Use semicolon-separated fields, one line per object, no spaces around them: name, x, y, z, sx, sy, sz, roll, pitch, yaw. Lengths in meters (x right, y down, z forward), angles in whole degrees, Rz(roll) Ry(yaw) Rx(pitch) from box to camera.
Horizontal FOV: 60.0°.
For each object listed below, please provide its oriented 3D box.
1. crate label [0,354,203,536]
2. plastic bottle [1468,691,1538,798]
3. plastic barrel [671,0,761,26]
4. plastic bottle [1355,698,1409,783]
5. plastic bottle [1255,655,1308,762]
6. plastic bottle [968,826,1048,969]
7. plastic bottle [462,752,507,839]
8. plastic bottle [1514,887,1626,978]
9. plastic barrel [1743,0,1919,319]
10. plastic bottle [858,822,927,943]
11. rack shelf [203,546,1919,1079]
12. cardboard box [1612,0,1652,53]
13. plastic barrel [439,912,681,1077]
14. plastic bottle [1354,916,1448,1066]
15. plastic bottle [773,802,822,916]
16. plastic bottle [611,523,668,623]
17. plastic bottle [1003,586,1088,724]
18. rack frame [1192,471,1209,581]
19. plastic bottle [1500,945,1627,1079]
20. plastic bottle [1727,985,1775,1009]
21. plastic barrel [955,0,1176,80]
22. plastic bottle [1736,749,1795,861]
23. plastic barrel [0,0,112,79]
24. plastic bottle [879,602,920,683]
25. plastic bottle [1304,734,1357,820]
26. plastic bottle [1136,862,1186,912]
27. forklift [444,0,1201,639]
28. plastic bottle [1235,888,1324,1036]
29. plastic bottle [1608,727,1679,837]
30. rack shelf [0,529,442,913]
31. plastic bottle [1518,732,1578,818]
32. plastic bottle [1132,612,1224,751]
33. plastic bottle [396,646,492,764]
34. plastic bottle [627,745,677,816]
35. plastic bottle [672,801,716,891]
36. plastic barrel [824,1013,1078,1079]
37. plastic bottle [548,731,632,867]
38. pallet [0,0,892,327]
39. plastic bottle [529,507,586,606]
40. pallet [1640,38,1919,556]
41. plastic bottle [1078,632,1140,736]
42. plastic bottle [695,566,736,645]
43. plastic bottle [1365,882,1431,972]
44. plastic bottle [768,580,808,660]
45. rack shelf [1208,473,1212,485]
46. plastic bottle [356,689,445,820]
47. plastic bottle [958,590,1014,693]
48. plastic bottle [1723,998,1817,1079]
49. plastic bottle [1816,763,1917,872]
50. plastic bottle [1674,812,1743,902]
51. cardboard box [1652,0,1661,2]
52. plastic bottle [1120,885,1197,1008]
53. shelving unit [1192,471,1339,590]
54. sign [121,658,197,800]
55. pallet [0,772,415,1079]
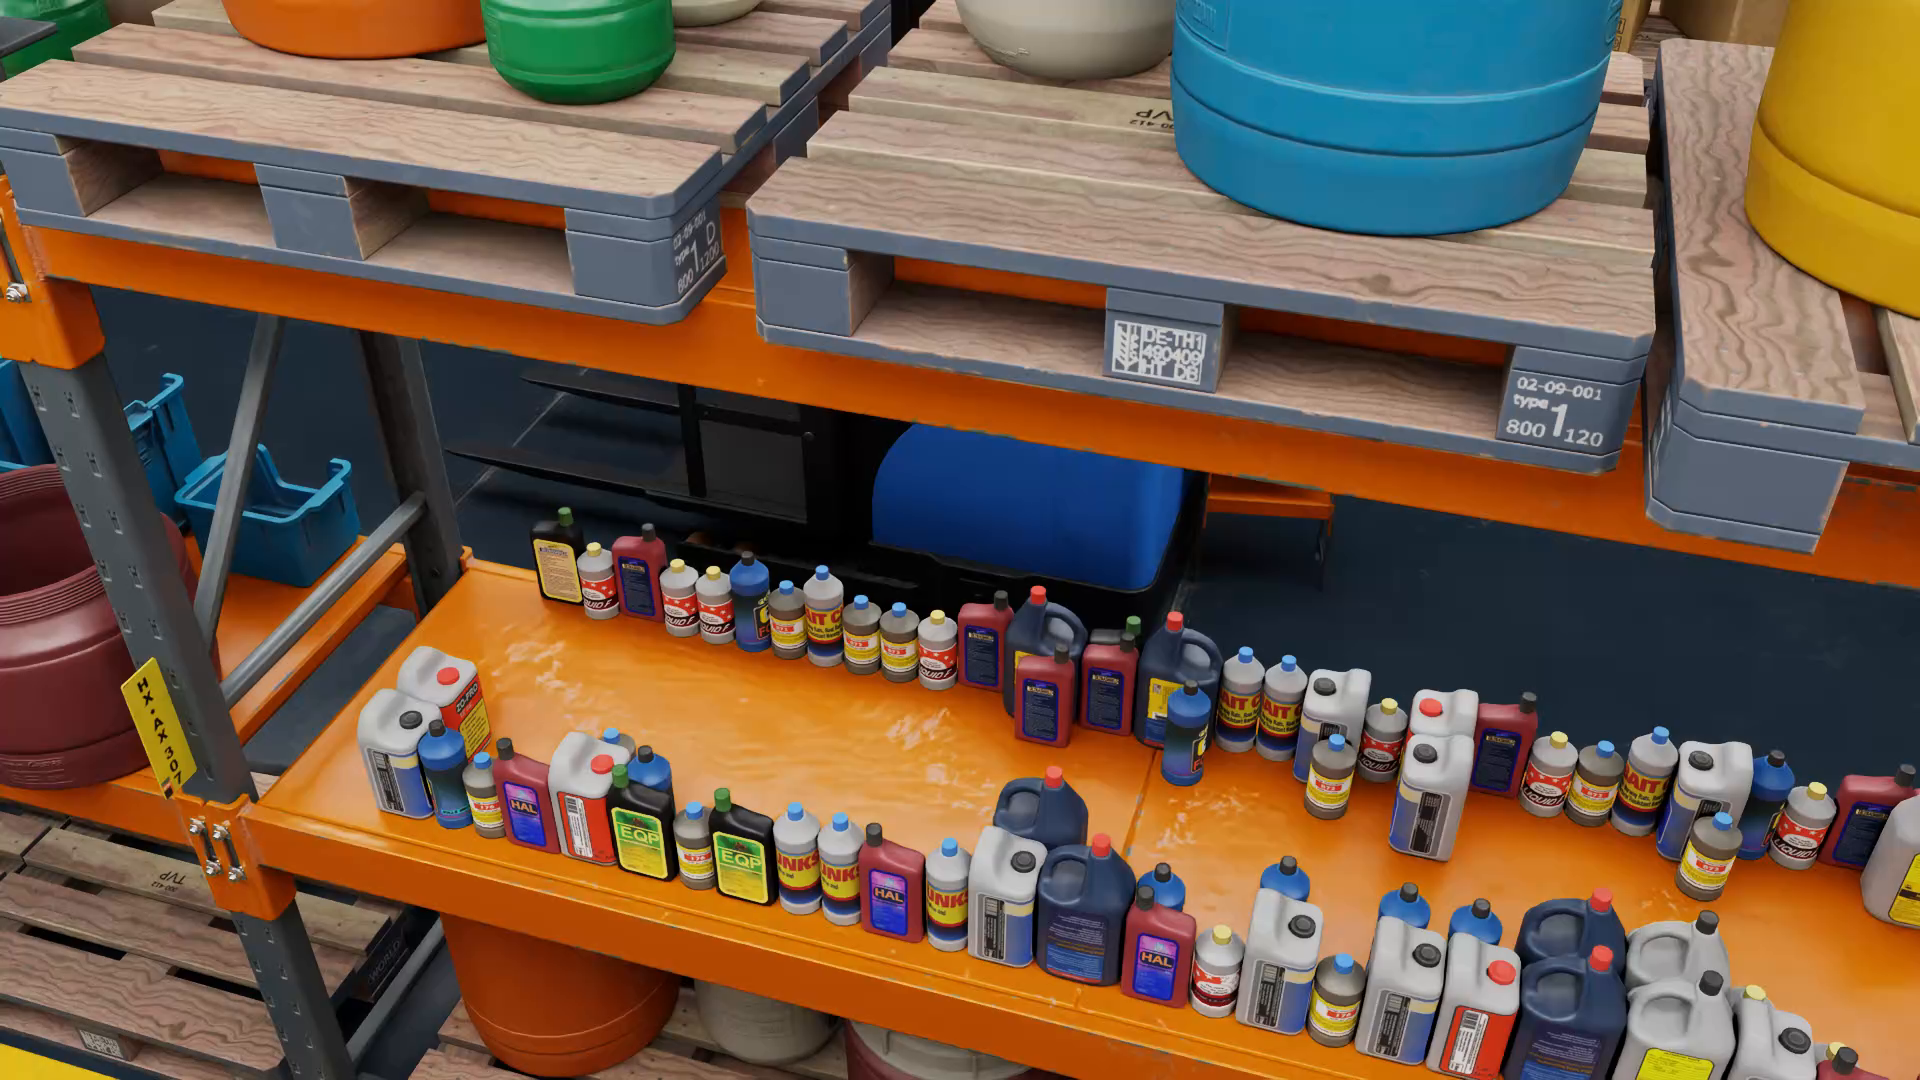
crate label;-2.410;-0.186;4.443;0.616;0.435;0.502;10;38;14
plastic bottle;1.205;0.448;3.710;0.133;0.283;0.061;10;38;14
plastic barrel;-0.475;-1.058;2.889;0.301;0.262;0.301;0;36;0
plastic bottle;0.961;0.447;3.780;0.097;0.201;0.097;0;36;0
plastic bottle;0.740;0.377;3.815;0.097;0.271;0.097;0;36;0
plastic bottle;0.098;0.711;3.358;0.135;0.276;0.152;10;38;14
plastic bottle;-1.030;0.549;3.641;0.097;0.201;0.097;0;36;0
plastic bottle;1.167;0.792;3.185;0.185;0.351;0.144;10;38;14
plastic barrel;1.344;-0.636;2.040;0.600;0.588;0.600;0;36;0
plastic bottle;-0.136;0.693;3.376;0.133;0.283;0.061;10;38;14
rack shelf;0.367;0.800;3.740;4.000;0.370;1.077;10;38;14
cardboard box;2.696;-2.444;7.101;0.500;0.500;0.700;16;39;21
plastic barrel;-1.070;0.938;4.421;0.708;0.830;0.600;10;38;14
plastic bottle;0.845;0.849;3.170;0.135;0.276;0.152;10;38;14
plastic bottle;-0.334;0.650;3.445;0.097;0.271;0.097;0;36;0
plastic bottle;-0.809;0.075;4.217;0.133;0.283;0.061;10;38;14
plastic bottle;0.201;0.260;3.907;0.185;0.351;0.144;10;38;14
rack frame;0.940;-0.393;6.263;0.015;1.200;0.240;4;37;4
plastic bottle;1.124;0.874;3.074;0.185;0.351;0.144;10;38;14
plastic bottle;1.474;0.918;3.139;0.097;0.201;0.097;0;36;0
plastic barrel;0.195;-1.047;2.643;0.433;0.535;0.433;0;36;0
plastic bottle;1.717;0.558;3.569;0.097;0.271;0.097;0;36;0
plastic barrel;-1.793;-1.004;3.183;0.294;0.245;0.294;0;36;0
plastic bottle;-0.146;0.242;4.059;0.097;0.201;0.097;0;36;0
plastic bottle;0.823;0.516;3.687;0.097;0.201;0.097;0;36;0
plastic bottle;0.395;0.747;3.313;0.097;0.271;0.097;0;36;0
forklift;-0.600;-1.295;6.037;3.031;2.935;1.130;11;38;14
plastic bottle;0.623;0.808;3.226;0.135;0.276;0.152;10;38;14
plastic bottle;1.496;0.517;3.625;0.097;0.271;0.097;0;36;0
rack shelf;-3.451;0.093;4.700;4.000;0.370;1.077;10;38;14
plastic bottle;1.310;0.511;3.692;0.097;0.201;0.097;0;36;0
plastic bottle;0.505;0.317;3.831;0.185;0.351;0.144;10;38;14
plastic bottle;-1.180;0.380;3.808;0.135;0.276;0.152;10;38;14
plastic bottle;-0.663;0.551;3.579;0.097;0.271;0.097;0;36;0
plastic bottle;-0.554;0.637;3.521;0.097;0.201;0.097;0;36;0
plastic barrel;0.008;1.235;4.221;0.708;0.588;0.600;10;38;14
plastic bottle;-0.784;0.548;3.580;0.135;0.276;0.152;10;38;14
pallet;-0.841;-0.785;2.915;1.213;0.211;1.003;10;38;14
plastic bottle;-1.029;0.034;4.272;0.133;0.283;0.061;10;38;14
pallet;1.498;-0.352;2.326;1.003;0.211;1.213;10;38;14
plastic bottle;0.348;0.326;3.874;0.133;0.283;0.061;10;38;14
plastic bottle;-0.611;0.156;4.176;0.097;0.201;0.097;0;36;0
plastic bottle;0.864;0.777;3.272;0.097;0.271;0.097;0;36;0
plastic bottle;-0.425;0.190;4.129;0.097;0.201;0.097;0;36;0
rack shelf;1.182;-0.322;6.284;0.480;0.148;0.258;4;37;4
plastic bottle;-1.226;0.466;3.691;0.135;0.276;0.152;10;38;14
plastic bottle;0.062;0.236;3.998;0.133;0.283;0.061;10;38;14
plastic bottle;1.454;0.962;3.017;0.135;0.276;0.152;10;38;14
plastic bottle;1.926;0.581;3.529;0.133;0.283;0.061;10;38;14
plastic bottle;1.579;0.656;3.496;0.097;0.201;0.097;0;36;0
cardboard box;4.571;-4.086;11.231;0.750;0.750;0.750;11;38;14
plastic bottle;0.389;0.790;3.244;0.133;0.283;0.061;10;38;14
shelving unit;1.183;-0.376;6.244;0.503;1.200;0.258;4;37;4
sign;-1.700;0.403;3.534;0.005;0.325;0.100;10;38;14
pallet;-2.270;1.121;5.049;1.213;0.211;1.003;10;38;14
